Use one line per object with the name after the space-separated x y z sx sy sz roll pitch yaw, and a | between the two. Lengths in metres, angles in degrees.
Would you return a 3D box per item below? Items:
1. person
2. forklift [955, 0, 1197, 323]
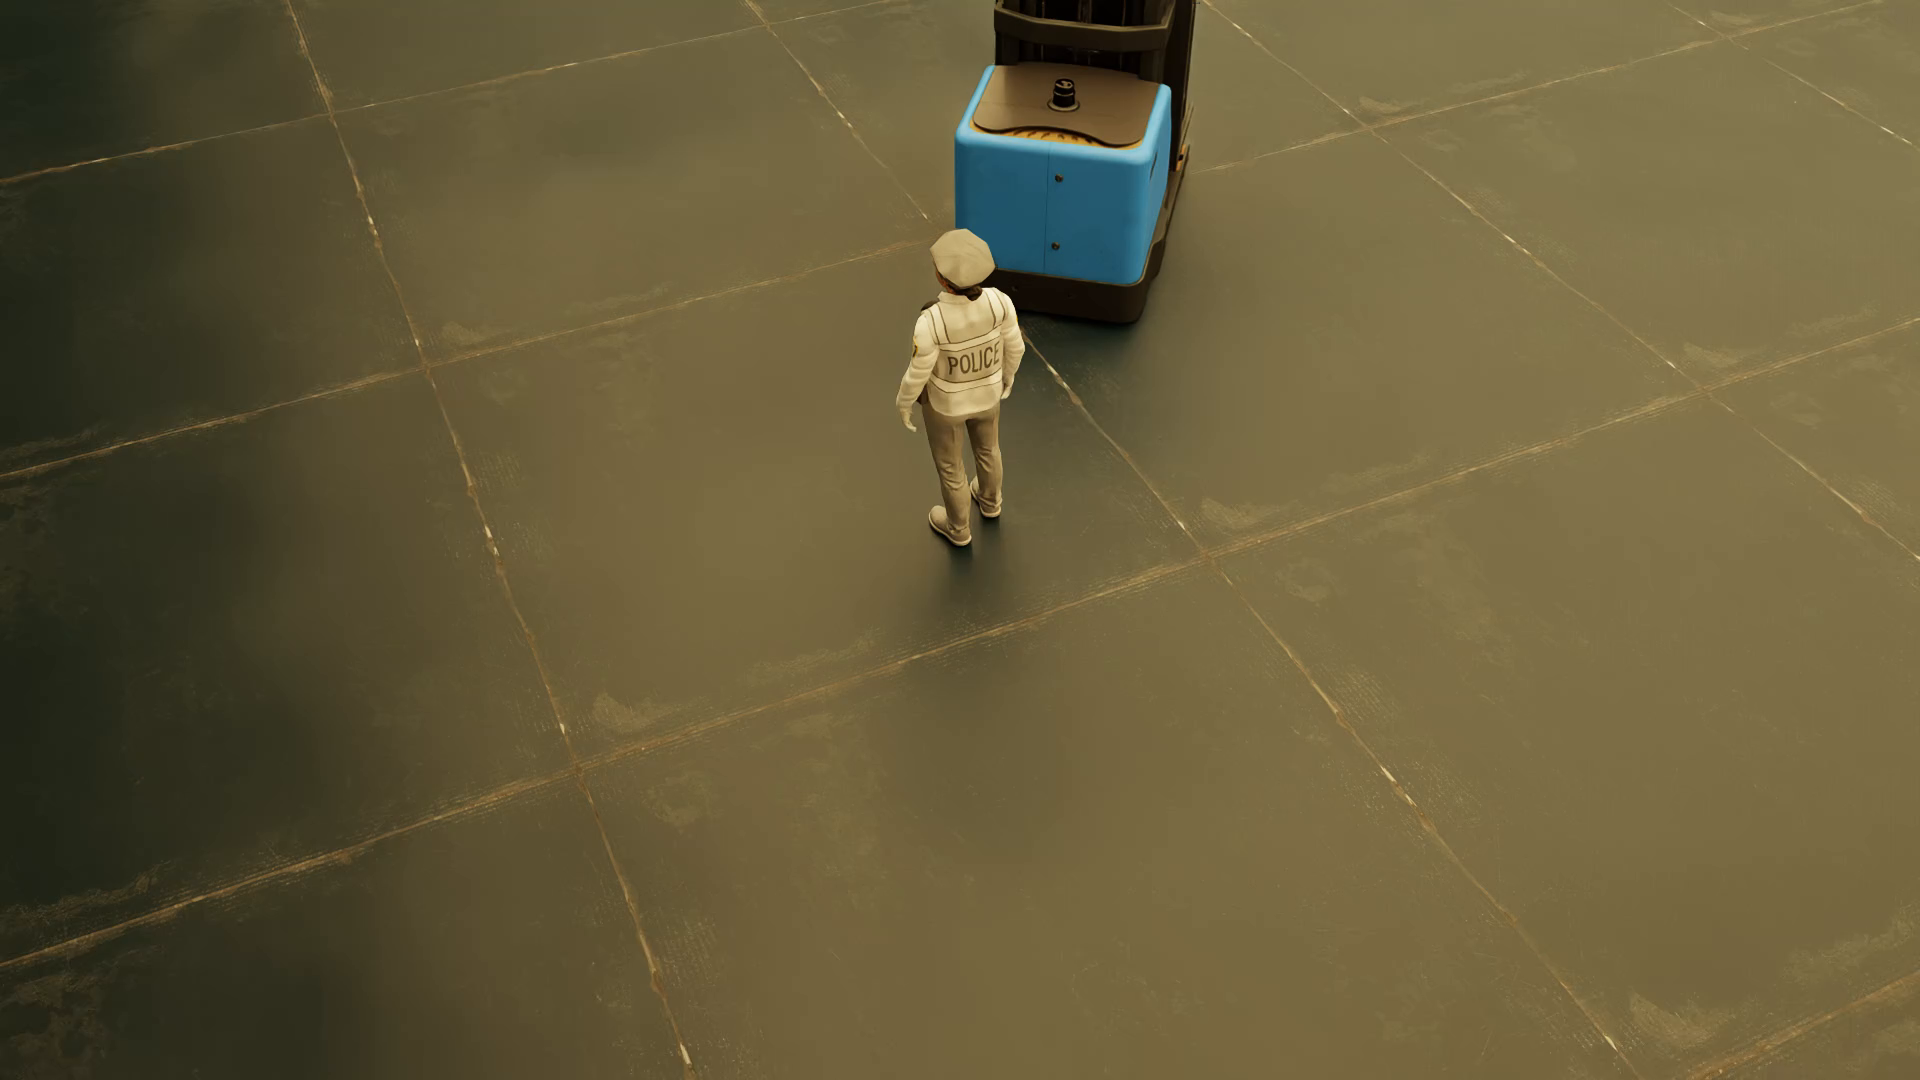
-0.022 -0.668 7.292 0.588 1.696 0.533 -18 46 -18 | person
0.796 -3.264 9.177 1.130 2.935 3.031 9 44 10 | forklift
